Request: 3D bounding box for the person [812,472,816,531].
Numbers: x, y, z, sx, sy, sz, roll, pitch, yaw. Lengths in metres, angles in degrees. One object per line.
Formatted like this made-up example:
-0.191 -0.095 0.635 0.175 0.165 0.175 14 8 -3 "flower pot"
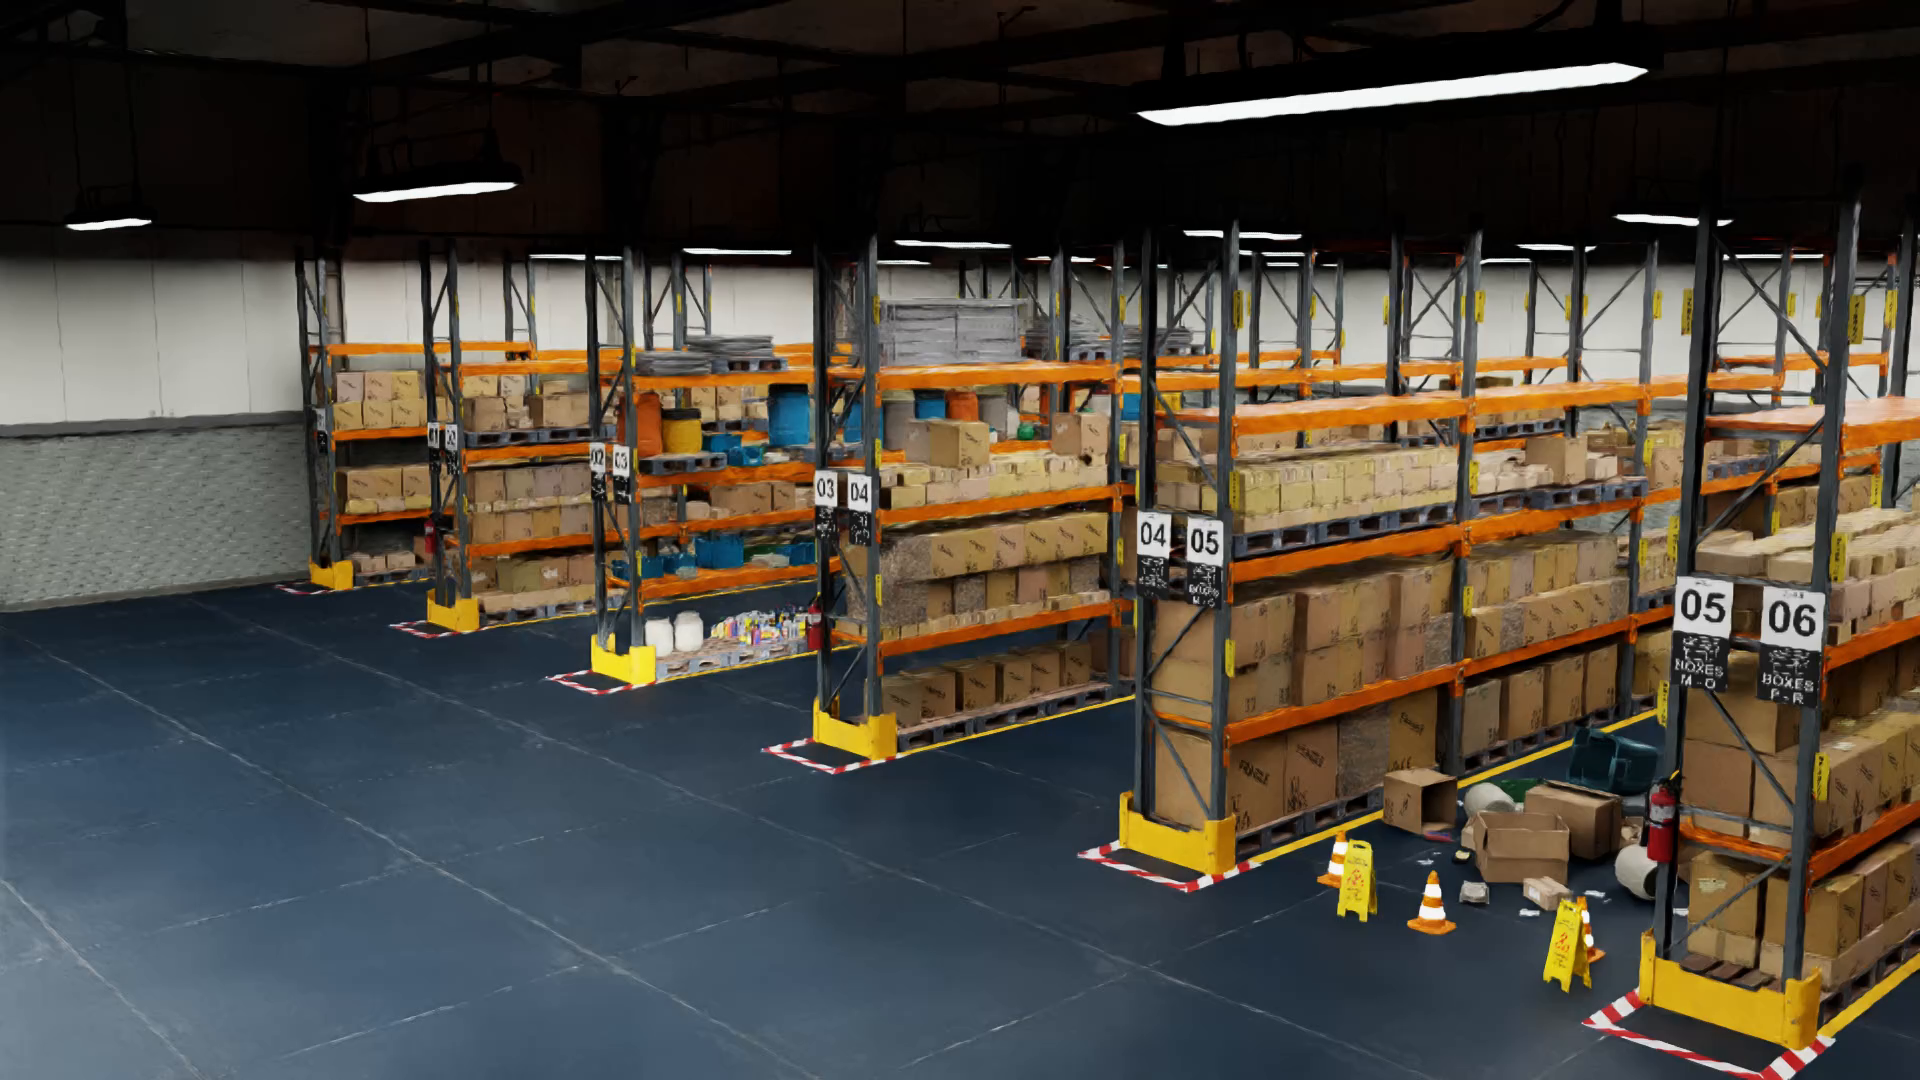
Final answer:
-2.907 -0.855 35.323 0.454 1.679 0.536 4 9 26 "person"
